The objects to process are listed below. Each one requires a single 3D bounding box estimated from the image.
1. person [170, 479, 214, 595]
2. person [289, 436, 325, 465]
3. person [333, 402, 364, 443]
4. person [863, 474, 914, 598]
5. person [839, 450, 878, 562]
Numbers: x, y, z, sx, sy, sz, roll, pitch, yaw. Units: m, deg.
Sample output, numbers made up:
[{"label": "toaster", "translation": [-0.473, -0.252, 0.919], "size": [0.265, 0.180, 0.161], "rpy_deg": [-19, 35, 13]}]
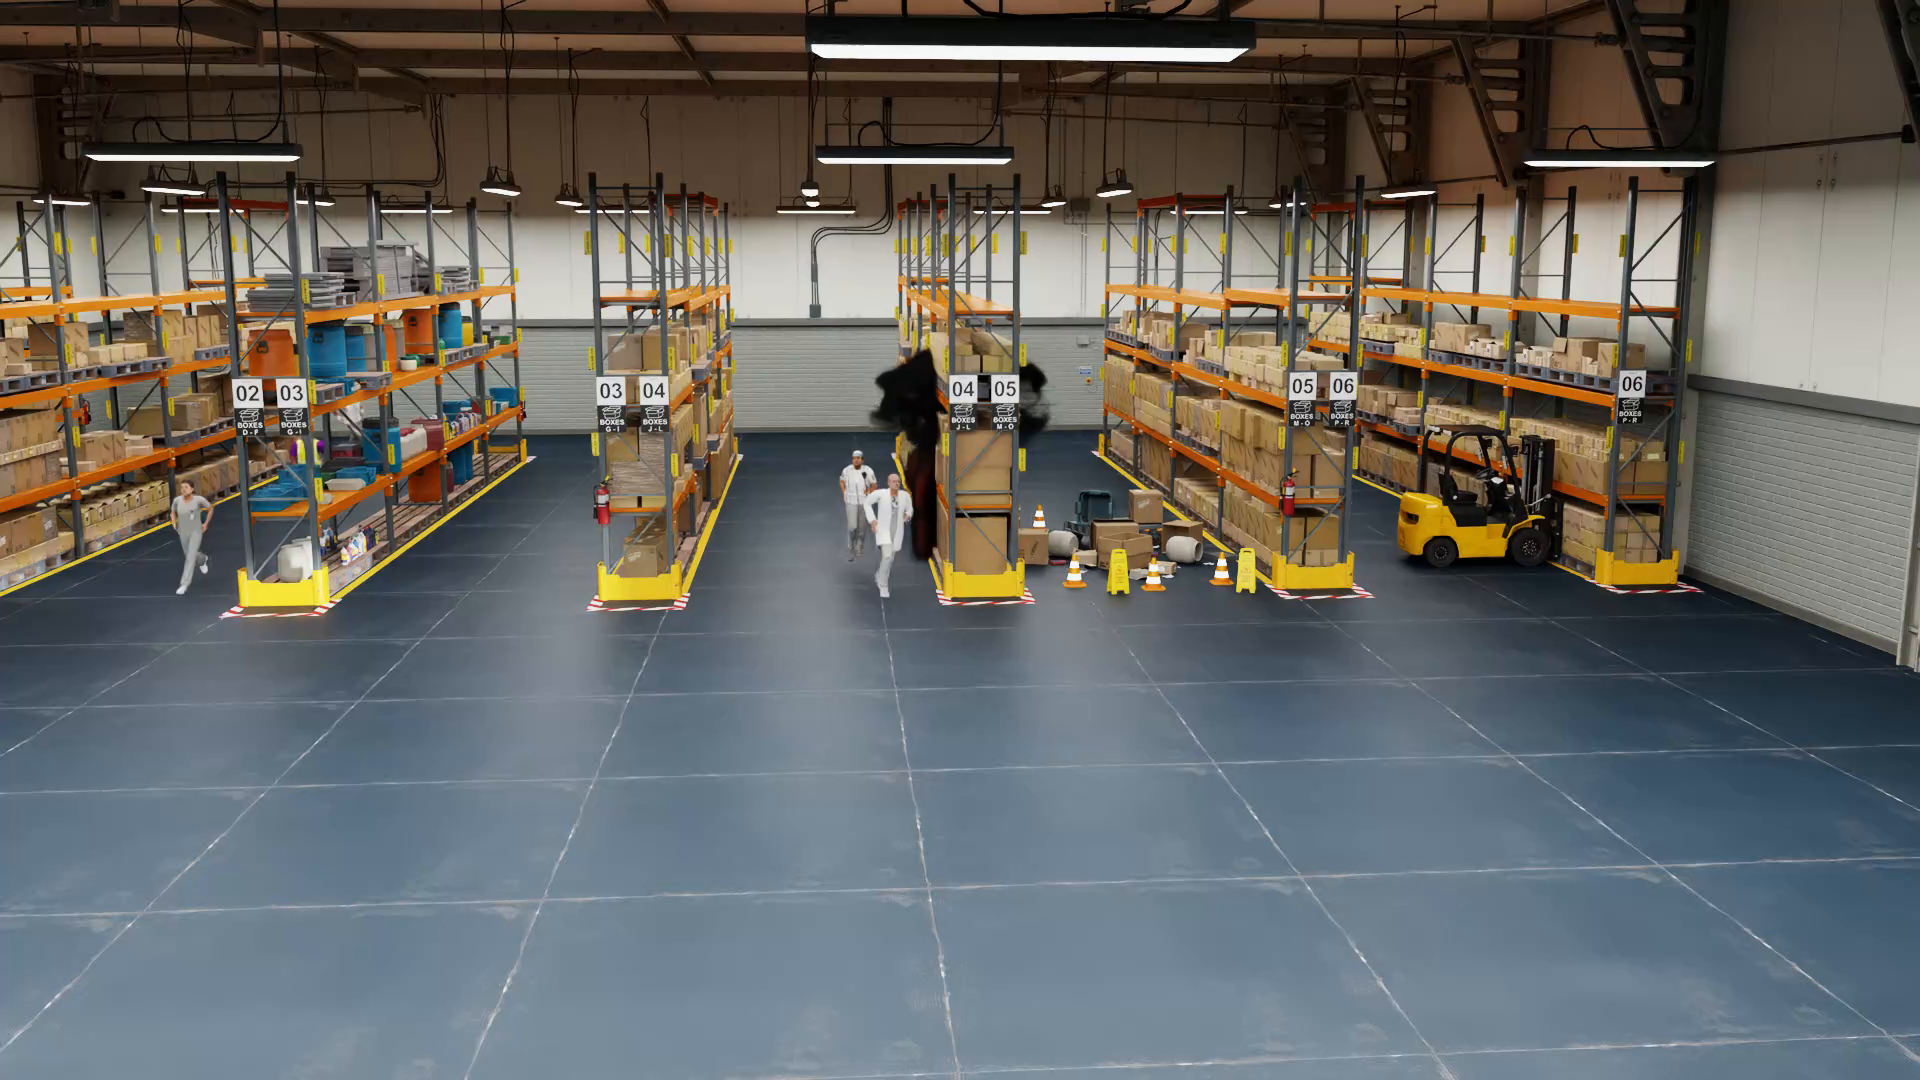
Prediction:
[{"label": "person", "translation": [-11.274, -0.091, 24.410], "size": [0.576, 1.629, 1.089], "rpy_deg": [-1, 10, -4]}, {"label": "person", "translation": [-12.141, -1.292, 31.051], "size": [0.714, 1.733, 0.791], "rpy_deg": [-2, 10, -9]}, {"label": "person", "translation": [-14.470, -2.796, 39.611], "size": [0.888, 1.769, 0.788], "rpy_deg": [4, 11, 23]}, {"label": "person", "translation": [-1.020, -0.065, 24.175], "size": [0.690, 1.833, 0.900], "rpy_deg": [-4, 11, -24]}, {"label": "person", "translation": [-1.545, -0.511, 25.356], "size": [0.581, 1.722, 0.633], "rpy_deg": [-1, 10, -4]}]
